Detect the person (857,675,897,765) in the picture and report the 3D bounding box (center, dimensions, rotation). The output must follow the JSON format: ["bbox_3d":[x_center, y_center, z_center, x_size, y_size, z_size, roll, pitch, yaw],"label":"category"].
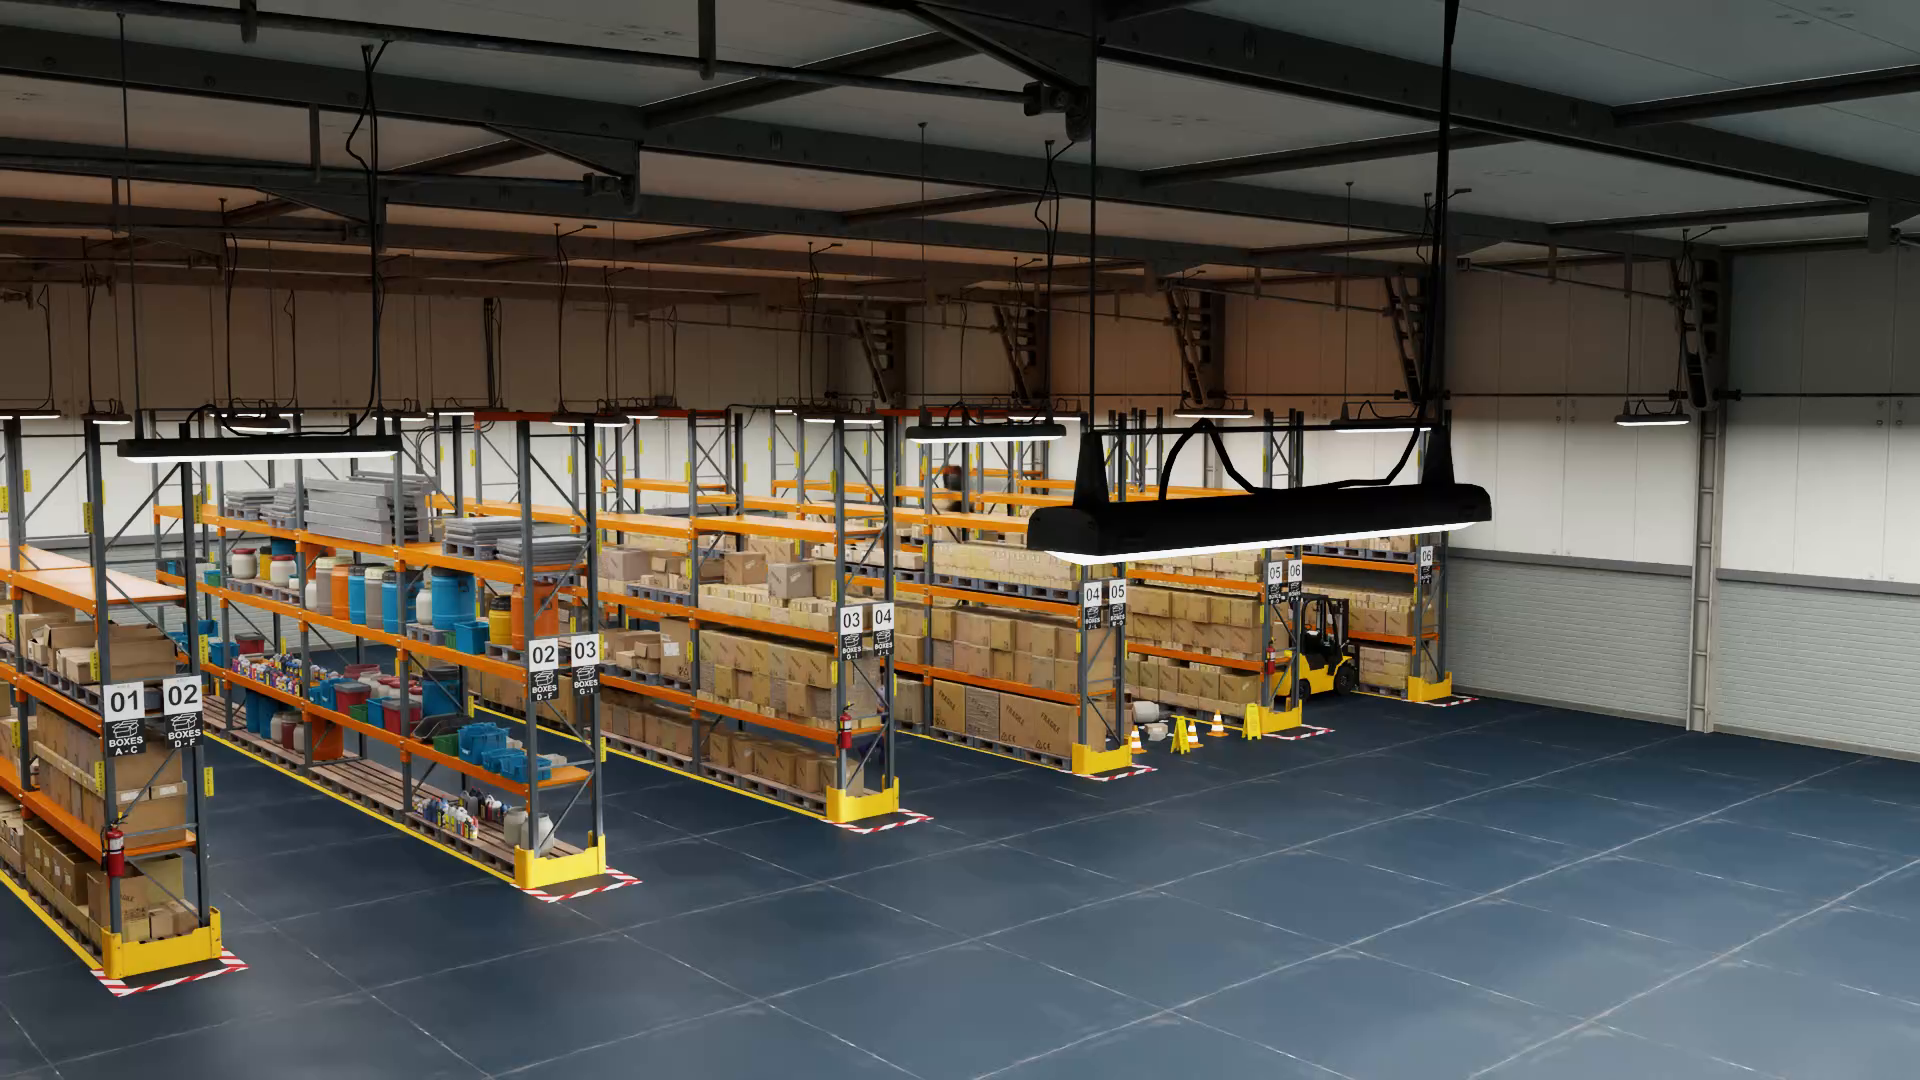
[{"bbox_3d":[-1.382,3.057,28.413,0.716,1.599,0.604,2,5,18],"label":"person"}]
